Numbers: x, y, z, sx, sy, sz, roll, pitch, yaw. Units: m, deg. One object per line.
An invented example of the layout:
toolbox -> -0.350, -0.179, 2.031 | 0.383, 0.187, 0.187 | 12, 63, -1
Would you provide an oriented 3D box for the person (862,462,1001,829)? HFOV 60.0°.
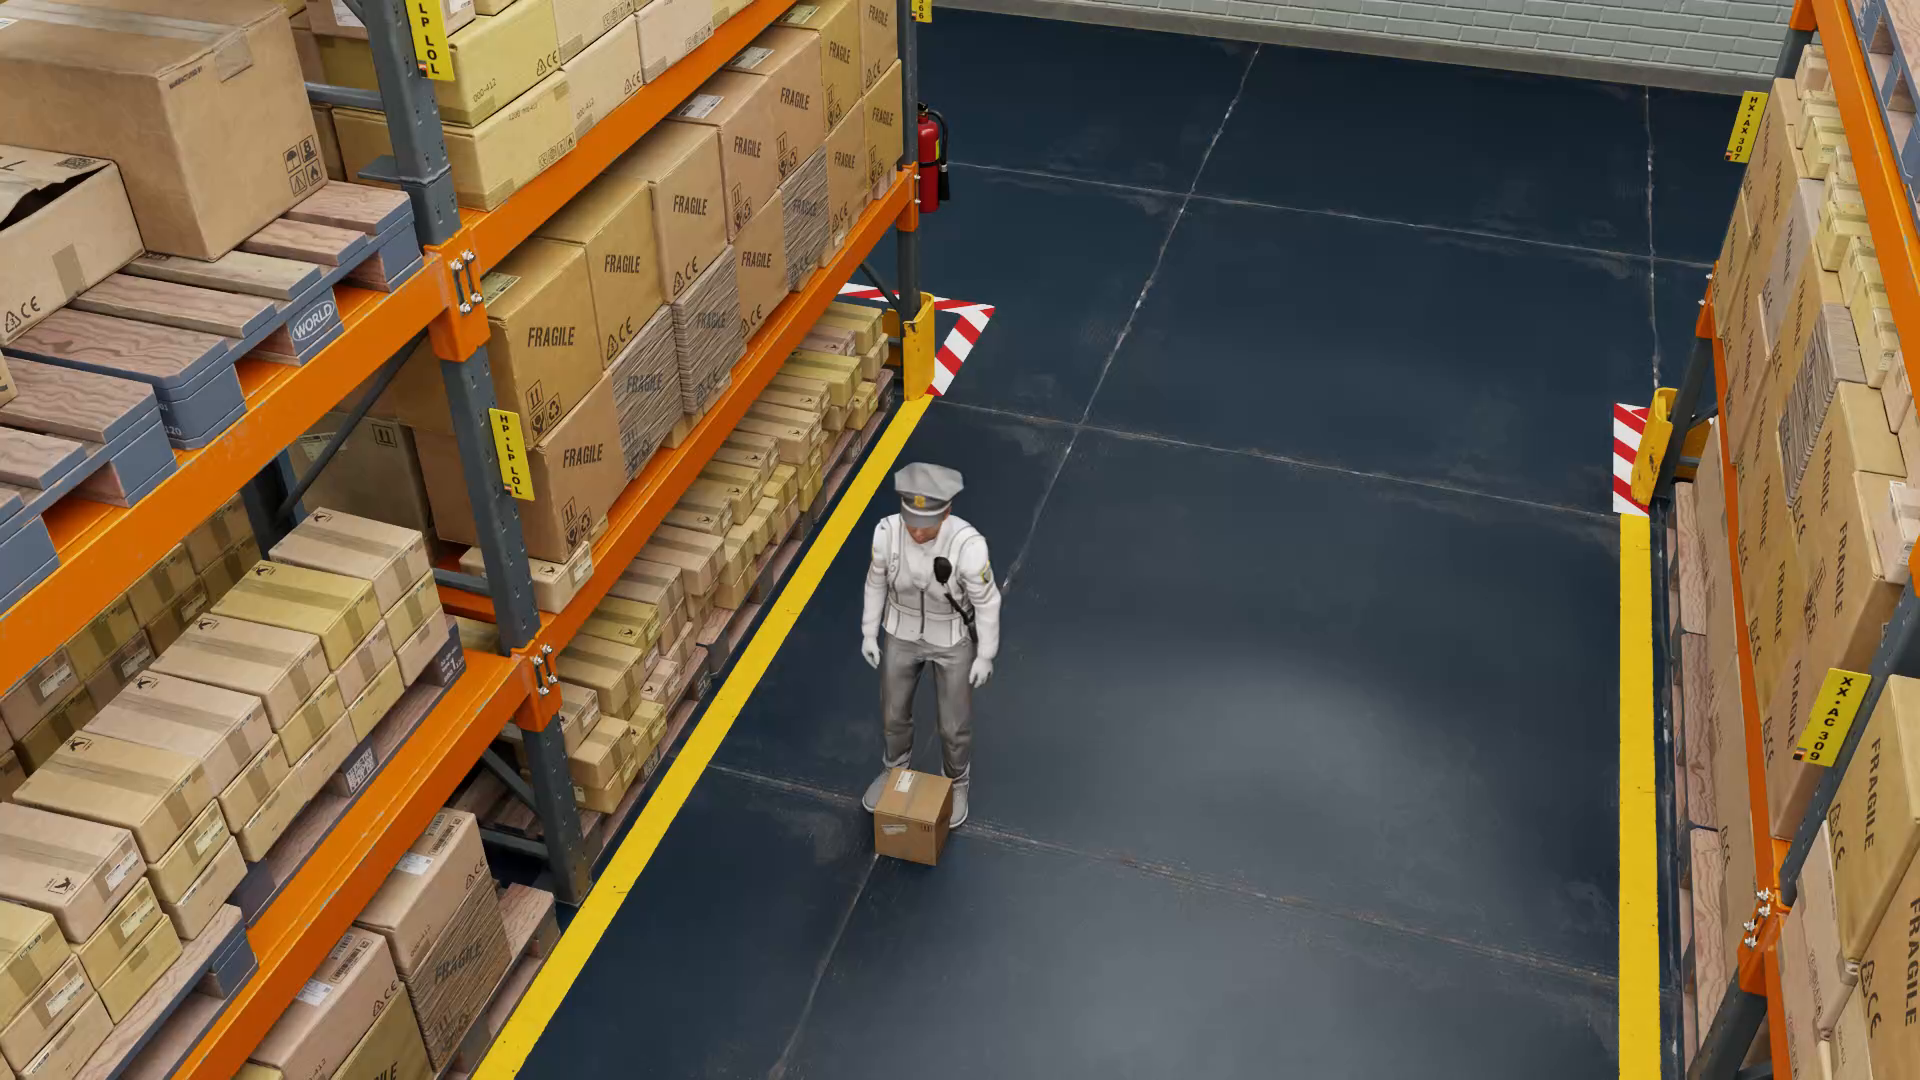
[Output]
person -> -0.117, 0.399, 6.362 | 0.537, 1.663, 0.378 | 10, 38, 13
